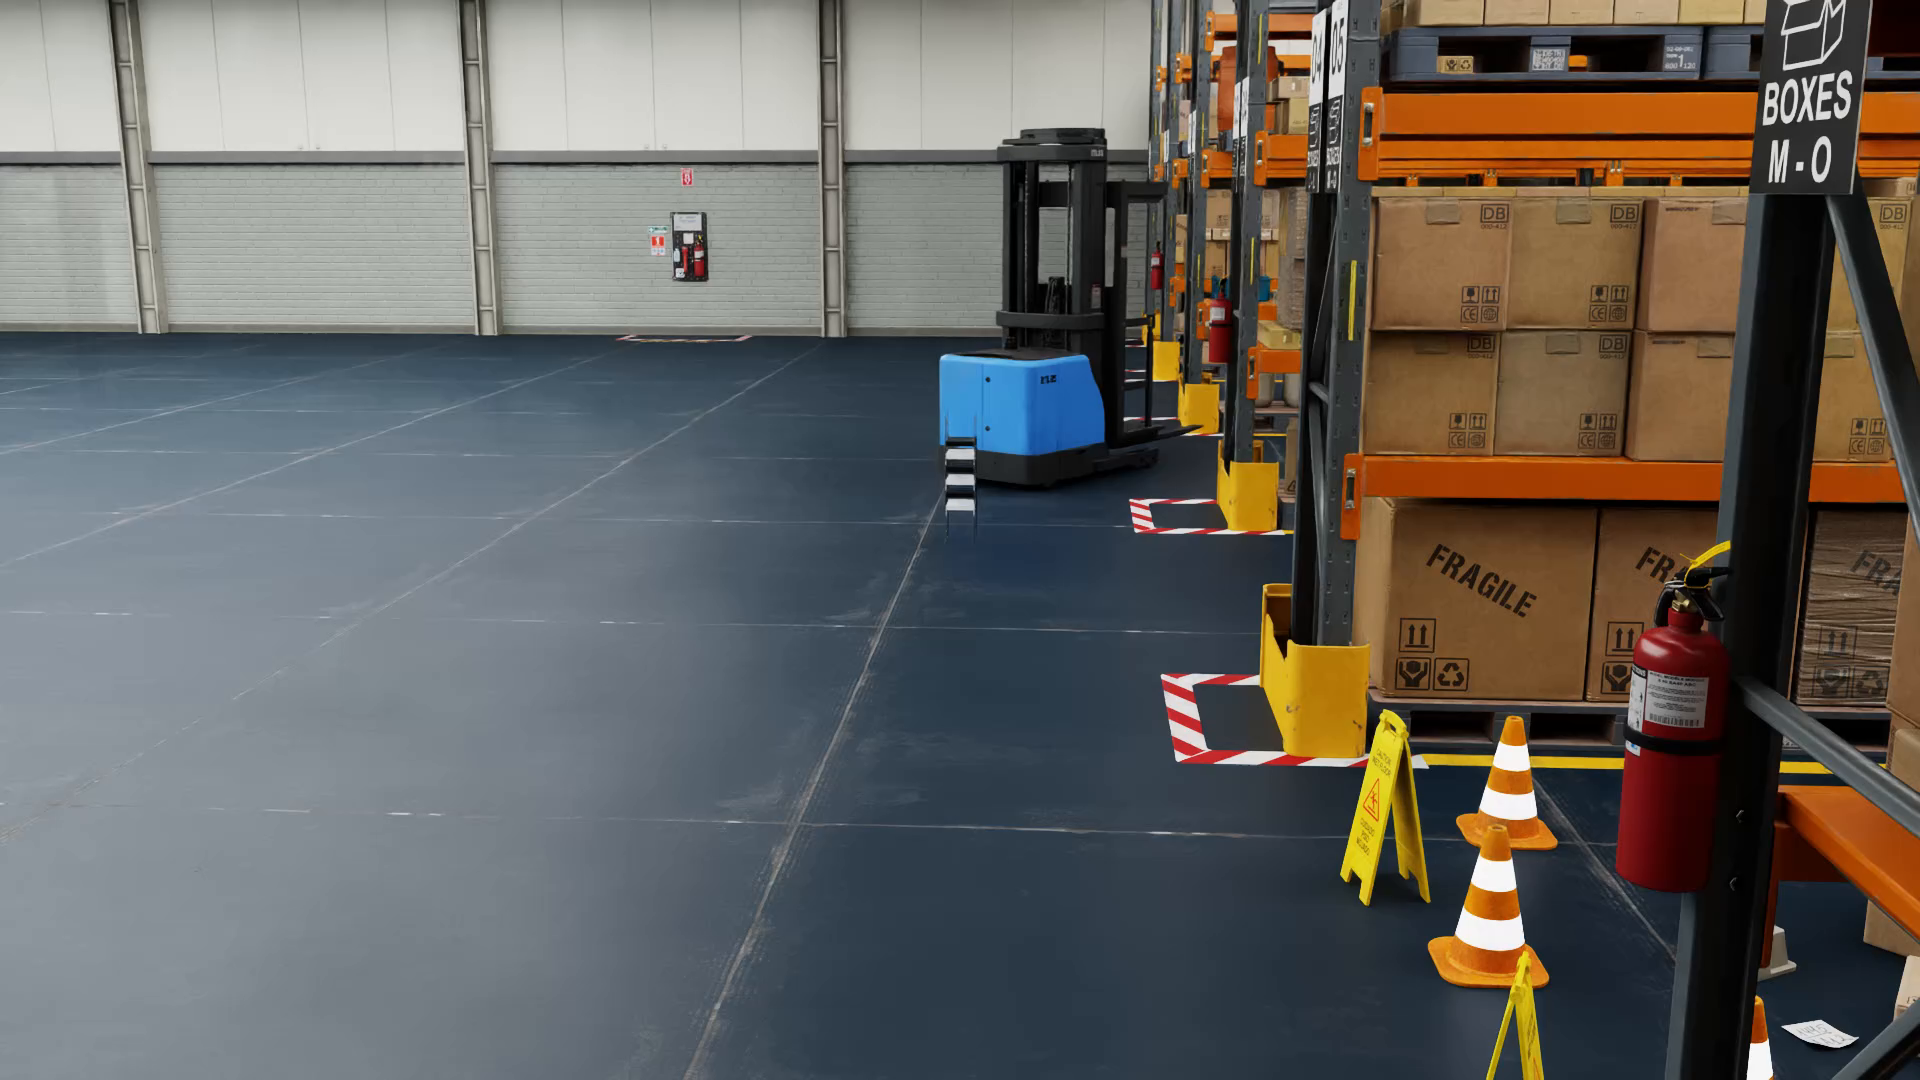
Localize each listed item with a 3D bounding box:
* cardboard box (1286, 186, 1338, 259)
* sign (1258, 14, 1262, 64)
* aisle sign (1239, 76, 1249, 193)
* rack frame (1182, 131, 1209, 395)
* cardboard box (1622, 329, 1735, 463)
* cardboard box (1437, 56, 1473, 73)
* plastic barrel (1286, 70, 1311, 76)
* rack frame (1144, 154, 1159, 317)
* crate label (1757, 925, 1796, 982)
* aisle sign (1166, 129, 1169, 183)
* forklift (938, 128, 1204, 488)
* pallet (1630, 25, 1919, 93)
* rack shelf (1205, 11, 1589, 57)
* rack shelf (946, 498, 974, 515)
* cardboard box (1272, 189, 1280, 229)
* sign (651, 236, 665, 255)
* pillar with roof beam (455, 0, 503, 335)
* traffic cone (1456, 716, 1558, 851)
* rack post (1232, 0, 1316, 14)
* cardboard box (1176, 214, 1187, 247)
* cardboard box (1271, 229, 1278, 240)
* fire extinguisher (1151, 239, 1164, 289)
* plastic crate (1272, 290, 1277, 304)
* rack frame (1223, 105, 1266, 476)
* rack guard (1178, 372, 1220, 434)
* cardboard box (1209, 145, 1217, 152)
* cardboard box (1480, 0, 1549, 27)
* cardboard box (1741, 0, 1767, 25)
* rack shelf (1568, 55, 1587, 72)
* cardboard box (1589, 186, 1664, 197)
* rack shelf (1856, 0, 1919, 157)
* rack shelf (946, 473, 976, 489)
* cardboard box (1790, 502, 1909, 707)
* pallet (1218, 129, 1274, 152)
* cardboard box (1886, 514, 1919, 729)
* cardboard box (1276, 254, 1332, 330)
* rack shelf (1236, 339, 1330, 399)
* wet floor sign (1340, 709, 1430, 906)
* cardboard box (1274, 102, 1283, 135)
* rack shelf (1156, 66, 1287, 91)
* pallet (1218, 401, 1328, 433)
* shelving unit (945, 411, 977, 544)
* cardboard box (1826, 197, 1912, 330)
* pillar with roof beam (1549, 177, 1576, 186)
[{"bbox_3d":[2.623,-2.272,11.890,0.500,0.500,0.500,1,12,4],"label":"cardboard box"},{"bbox_3d":[2.057,-3.436,11.408,0.005,0.325,0.100,1,12,4],"label":"sign"},{"bbox_3d":[2.011,-2.863,11.780,0.004,0.787,0.394,1,12,4],"label":"aisle sign"},{"bbox_3d":[2.424,-2.663,17.172,0.127,3.000,1.000,1,12,4],"label":"rack frame"},{"bbox_3d":[3.134,-0.680,7.328,0.550,0.550,0.875,1,12,4],"label":"cardboard box"},{"bbox_3d":[3.556,-3.483,11.575,0.500,0.500,0.500,1,12,4],"label":"cardboard box"},{"bbox_3d":[3.570,-4.439,16.852,0.600,0.588,0.600,0,12,0],"label":"plastic barrel"},{"bbox_3d":[3.086,-4.687,26.847,0.127,3.000,1.000,1,12,4],"label":"rack frame"},{"bbox_3d":[2.469,1.284,5.297,0.298,0.136,0.250,-6,13,-26],"label":"crate label"},{"bbox_3d":[2.672,-4.886,21.448,0.004,0.787,0.394,1,12,4],"label":"aisle sign"},{"bbox_3d":[1.128,-2.113,14.712,1.130,2.935,3.031,9,15,38],"label":"forklift"},{"bbox_3d":[3.622,-2.040,7.084,1.213,0.211,1.003,1,12,4],"label":"pallet"},{"bbox_3d":[4.419,-5.024,16.542,4.000,0.370,1.077,1,12,4],"label":"rack shelf"},{"bbox_3d":[0.008,-0.232,11.719,0.200,0.077,0.258,1,12,4],"label":"rack shelf"},{"bbox_3d":[4.304,-4.336,21.758,0.500,0.500,0.700,1,12,4],"label":"cardboard box"},{"bbox_3d":[-5.153,-5.024,28.371,0.234,0.329,0.001,1,12,4],"label":"sign"},{"bbox_3d":[-8.419,-7.075,23.613,0.400,9.000,9.100,1,12,4],"label":"pillar with roof beam"},{"bbox_3d":[2.095,0.900,6.336,0.334,0.463,0.336,1,12,4],"label":"traffic cone"},{"bbox_3d":[3.169,-5.318,16.435,0.954,0.300,0.937,2,12,10],"label":"rack post"},{"bbox_3d":[3.542,-4.922,26.459,0.500,0.500,0.500,1,12,4],"label":"cardboard box"},{"bbox_3d":[4.166,-3.978,21.631,0.250,0.149,0.380,0,12,2],"label":"cardboard box"},{"bbox_3d":[2.672,-3.733,22.479,0.183,0.674,0.296,1,12,4],"label":"fire extinguisher"},{"bbox_3d":[3.295,-2.456,16.826,0.250,0.136,0.298,1,12,4],"label":"plastic crate"},{"bbox_3d":[2.093,-1.651,12.335,0.127,3.000,1.000,1,12,4],"label":"rack frame"},{"bbox_3d":[2.503,-1.448,17.469,0.348,0.500,1.175,1,12,4],"label":"rack guard"},{"bbox_3d":[3.936,-6.143,26.192,0.500,0.500,0.500,2,12,8],"label":"cardboard box"},{"bbox_3d":[2.235,-2.165,6.811,0.250,0.149,0.380,1,12,4],"label":"cardboard box"},{"bbox_3d":[3.240,-2.151,6.745,0.250,0.149,0.380,1,12,3],"label":"cardboard box"},{"bbox_3d":[8.745,-5.981,21.117,4.000,0.370,1.077,1,12,4],"label":"rack shelf"},{"bbox_3d":[4.619,-2.244,11.756,0.500,0.500,0.500,1,12,4],"label":"cardboard box"},{"bbox_3d":[3.426,-0.715,2.292,4.000,0.370,1.077,1,12,4],"label":"rack shelf"},{"bbox_3d":[0.008,-0.408,11.682,0.200,0.077,0.258,1,12,4],"label":"rack shelf"},{"bbox_3d":[4.129,0.216,7.575,0.875,0.875,0.875,1,12,4],"label":"cardboard box"},{"bbox_3d":[3.243,-4.007,16.735,1.213,0.211,1.003,1,12,4],"label":"pallet"},{"bbox_3d":[1.990,0.130,2.849,0.500,0.500,0.500,1,12,3],"label":"cardboard box"},{"bbox_3d":[2.640,-1.832,12.231,0.500,0.500,0.875,1,12,4],"label":"cardboard box"},{"bbox_3d":[4.088,-1.272,12.278,4.000,0.370,1.077,1,12,4],"label":"rack shelf"},{"bbox_3d":[1.499,0.917,5.807,0.232,0.644,0.267,-1,12,-6],"label":"wet floor sign"},{"bbox_3d":[2.591,-3.091,12.260,0.500,0.250,0.500,1,12,5],"label":"cardboard box"},{"bbox_3d":[5.081,-7.242,26.176,4.000,0.370,1.077,1,12,4],"label":"rack shelf"},{"bbox_3d":[3.313,-1.294,17.440,1.213,0.211,1.003,1,12,4],"label":"pallet"},{"bbox_3d":[0.008,-0.440,11.675,0.210,0.900,0.258,1,12,4],"label":"shelving unit"},{"bbox_3d":[3.670,-1.223,7.287,0.500,0.550,0.875,1,12,4],"label":"cardboard box"},{"bbox_3d":[9.541,-6.829,22.435,0.400,9.000,9.100,1,12,4],"label":"pillar with roof beam"}]
